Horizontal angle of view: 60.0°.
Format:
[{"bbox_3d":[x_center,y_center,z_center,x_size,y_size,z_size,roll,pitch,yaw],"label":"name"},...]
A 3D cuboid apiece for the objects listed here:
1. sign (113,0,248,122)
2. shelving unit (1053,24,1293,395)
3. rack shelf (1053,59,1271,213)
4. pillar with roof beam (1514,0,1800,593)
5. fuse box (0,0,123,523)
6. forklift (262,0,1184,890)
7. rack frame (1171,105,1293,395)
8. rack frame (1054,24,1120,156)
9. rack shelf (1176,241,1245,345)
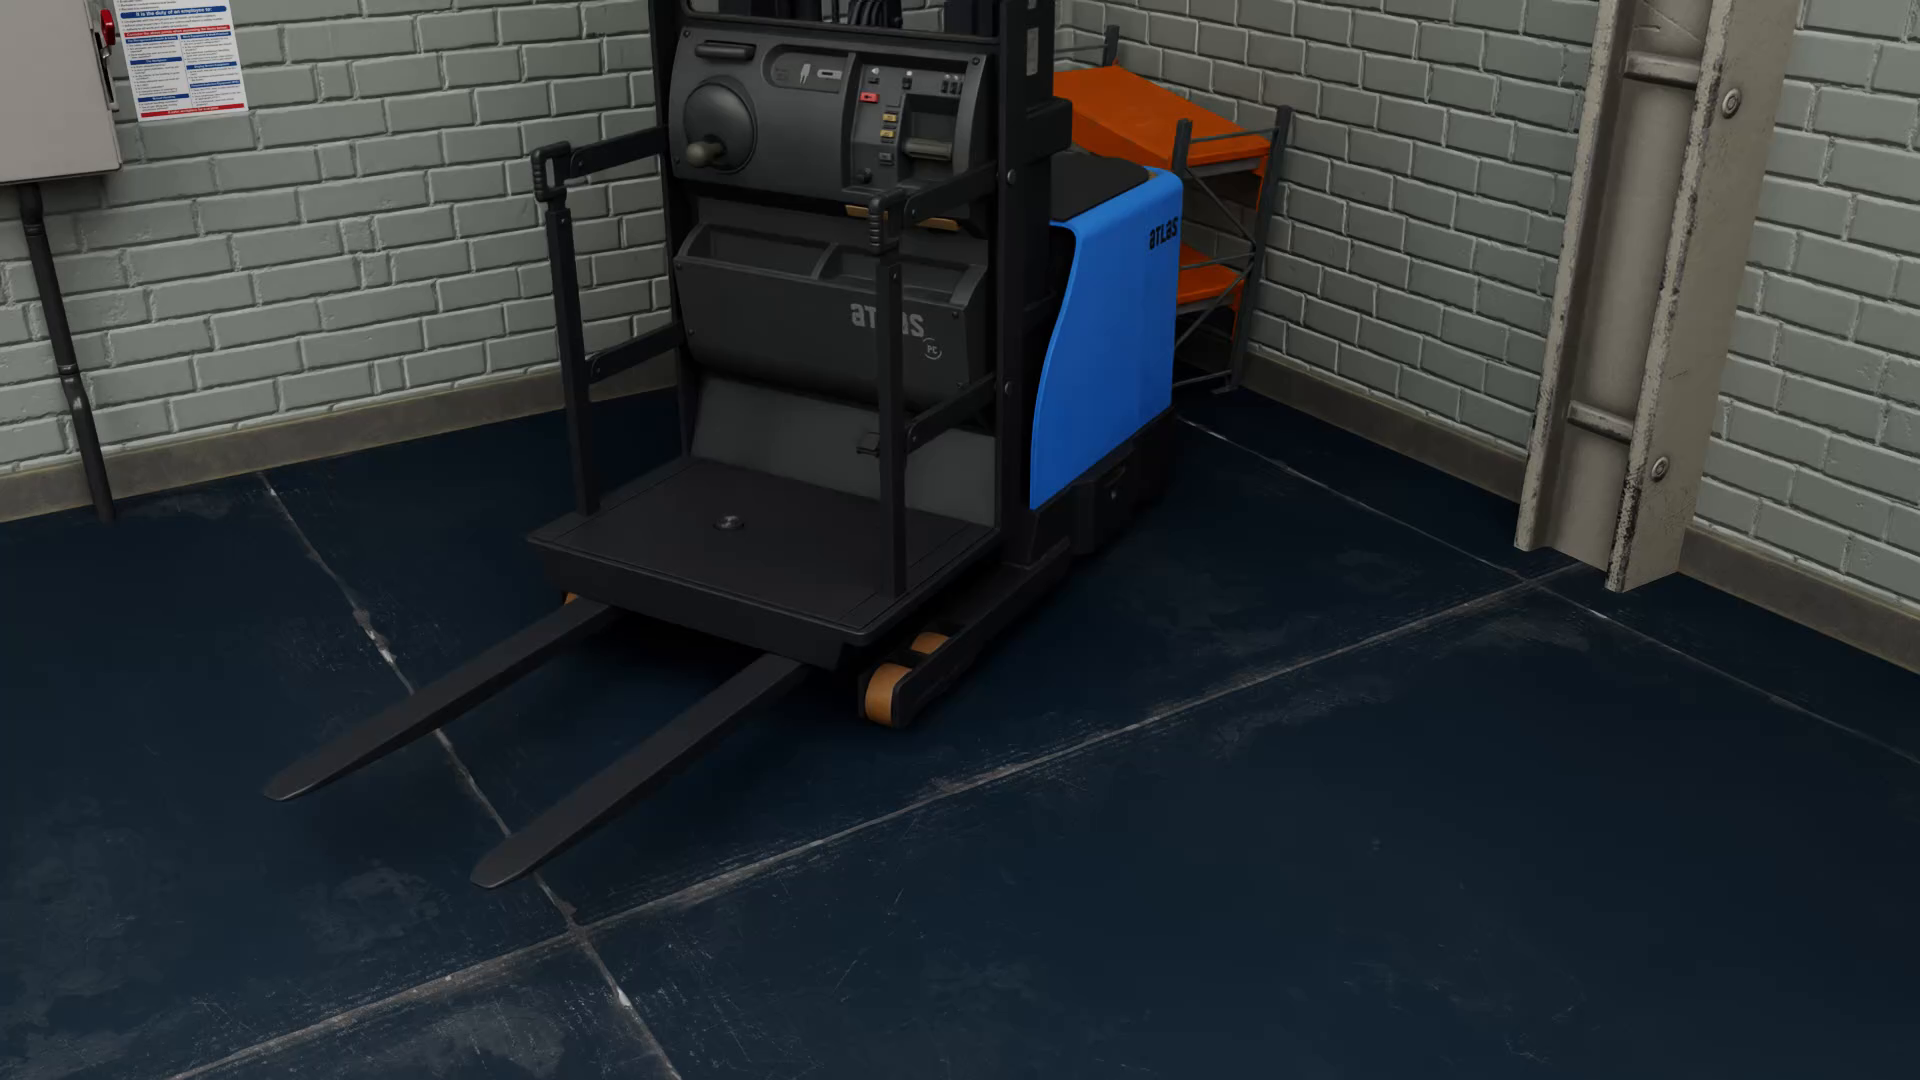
[{"bbox_3d":[-2.429,-1.567,5.168,0.329,0.494,0.001,-16,29,-30],"label":"sign"},{"bbox_3d":[0.639,-1.260,6.422,0.538,1.125,1.048,-15,38,-29],"label":"shelving unit"},{"bbox_3d":[0.664,-1.505,6.265,0.538,0.278,1.000,-15,38,-29],"label":"rack shelf"},{"bbox_3d":[-1.638,-3.015,1.095,9.100,9.000,0.400,-16,29,-30],"label":"pillar with roof beam"},{"bbox_3d":[-2.729,-0.839,5.022,0.539,1.711,0.414,-16,29,-30],"label":"fuse box"},{"bbox_3d":[-0.459,-1.068,4.079,1.130,2.935,3.031,14,29,27],"label":"forklift"},{"bbox_3d":[0.912,-1.009,6.073,0.500,1.125,0.032,-15,38,-29],"label":"rack frame"},{"bbox_3d":[0.367,-1.511,6.770,0.500,1.125,0.032,-15,38,-29],"label":"rack frame"},{"bbox_3d":[0.619,-1.055,6.553,0.538,0.278,1.000,-15,38,-29],"label":"rack shelf"}]
